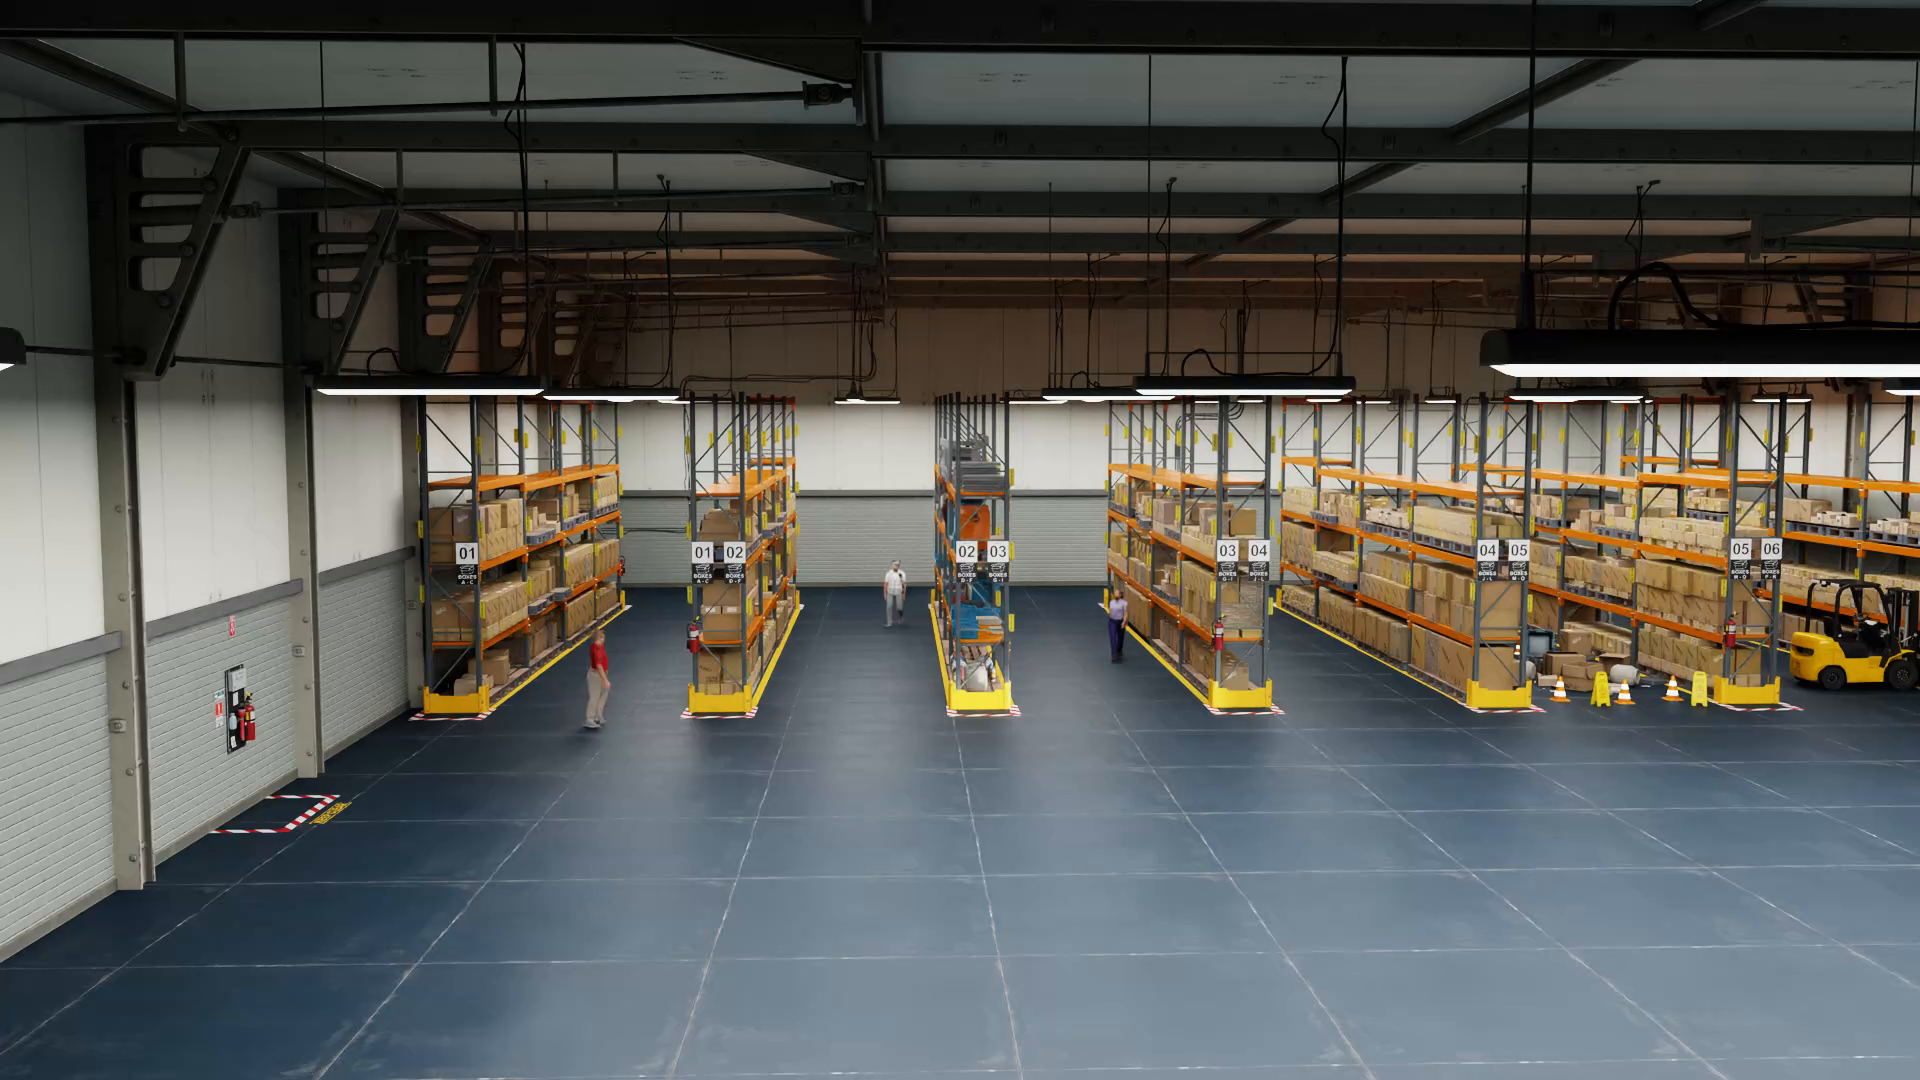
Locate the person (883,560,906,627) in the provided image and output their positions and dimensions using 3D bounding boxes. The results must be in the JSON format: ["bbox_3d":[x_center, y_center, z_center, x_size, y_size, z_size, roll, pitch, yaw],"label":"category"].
[{"bbox_3d":[-1.691,1.377,43.185,0.563,1.744,0.532,1,5,11],"label":"person"}]

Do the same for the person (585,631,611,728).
[{"bbox_3d":[-6.497,2.499,29.872,0.487,1.755,0.684,-1,5,-9],"label":"person"}]

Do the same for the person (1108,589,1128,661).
[{"bbox_3d":[3.574,1.919,37.661,0.449,1.570,0.976,0,5,-3],"label":"person"}]

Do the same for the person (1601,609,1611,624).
[{"bbox_3d":[16.388,1.459,42.347,0.459,1.770,0.593,2,5,22],"label":"person"}]
